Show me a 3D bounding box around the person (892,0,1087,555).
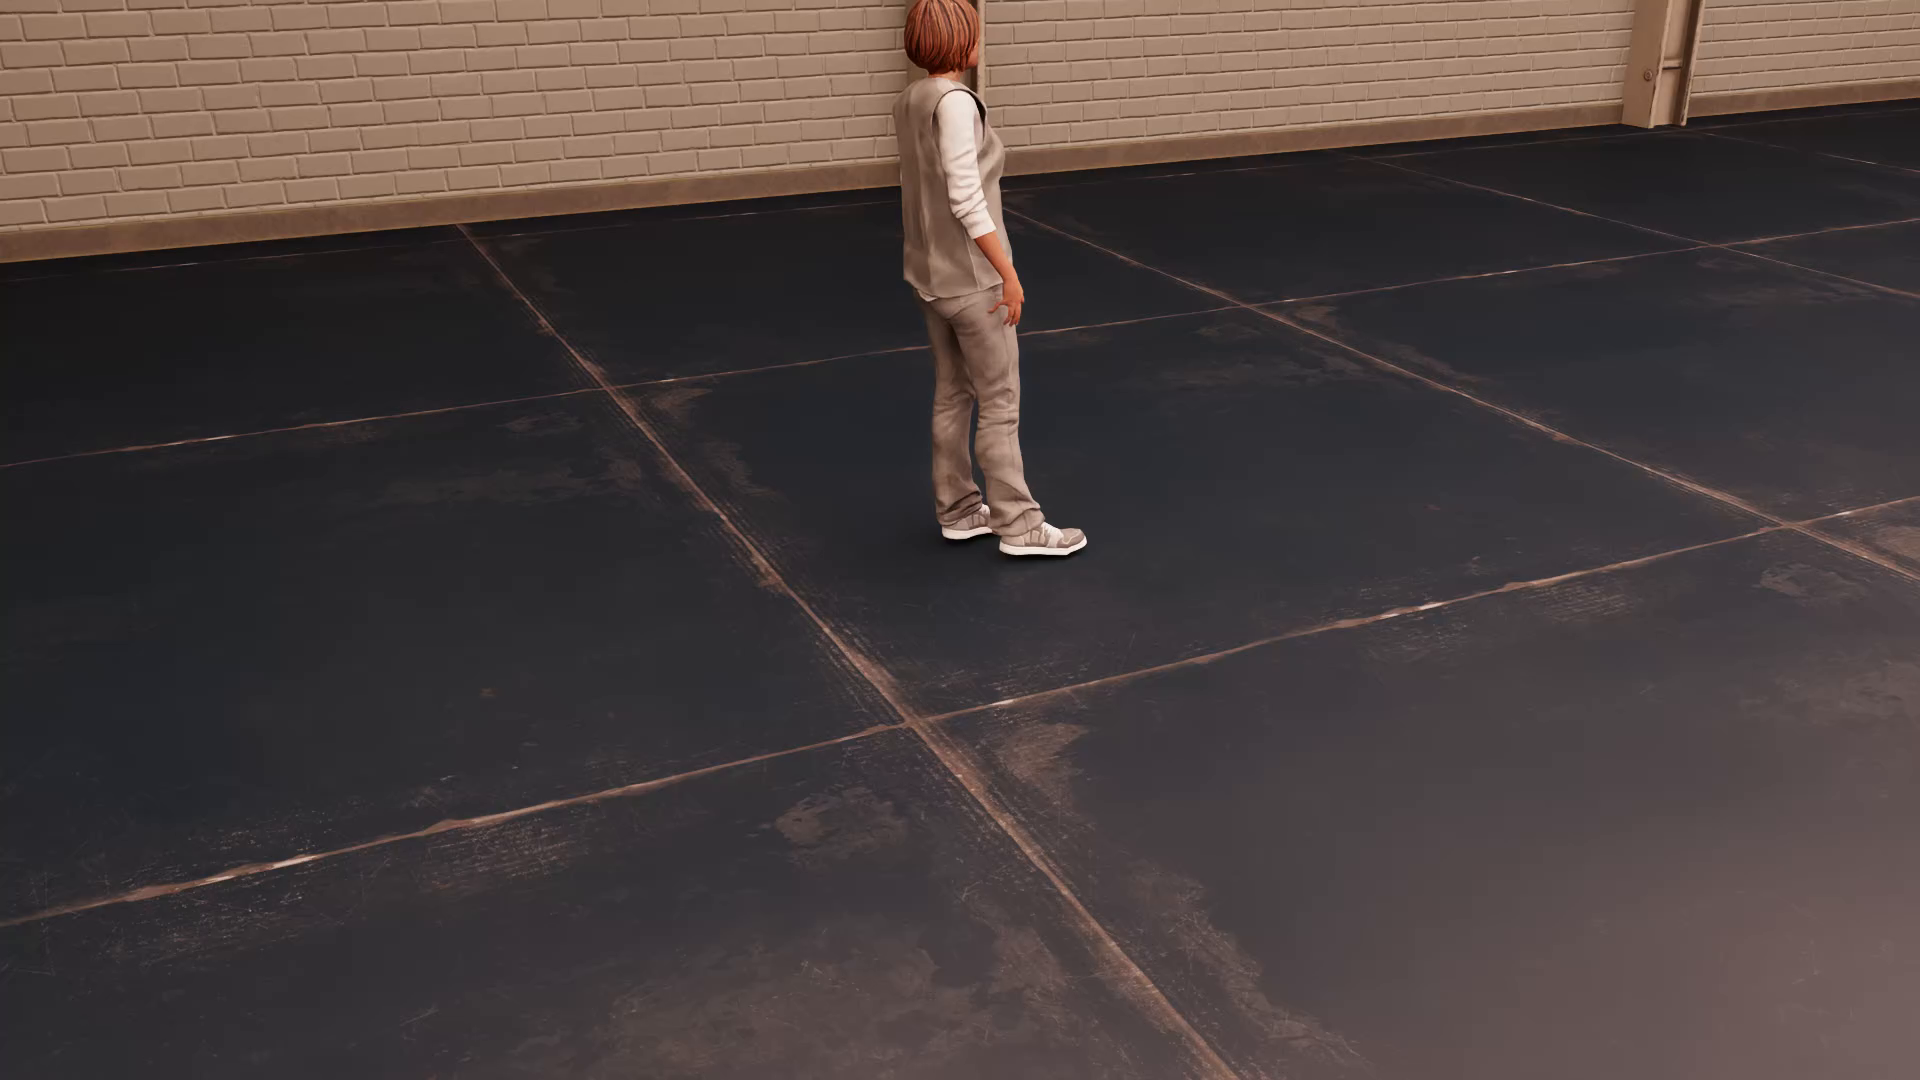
[{"bbox_3d":[0.073,-0.751,4.814,0.475,1.597,0.520,-10,25,-23],"label":"person"}]
